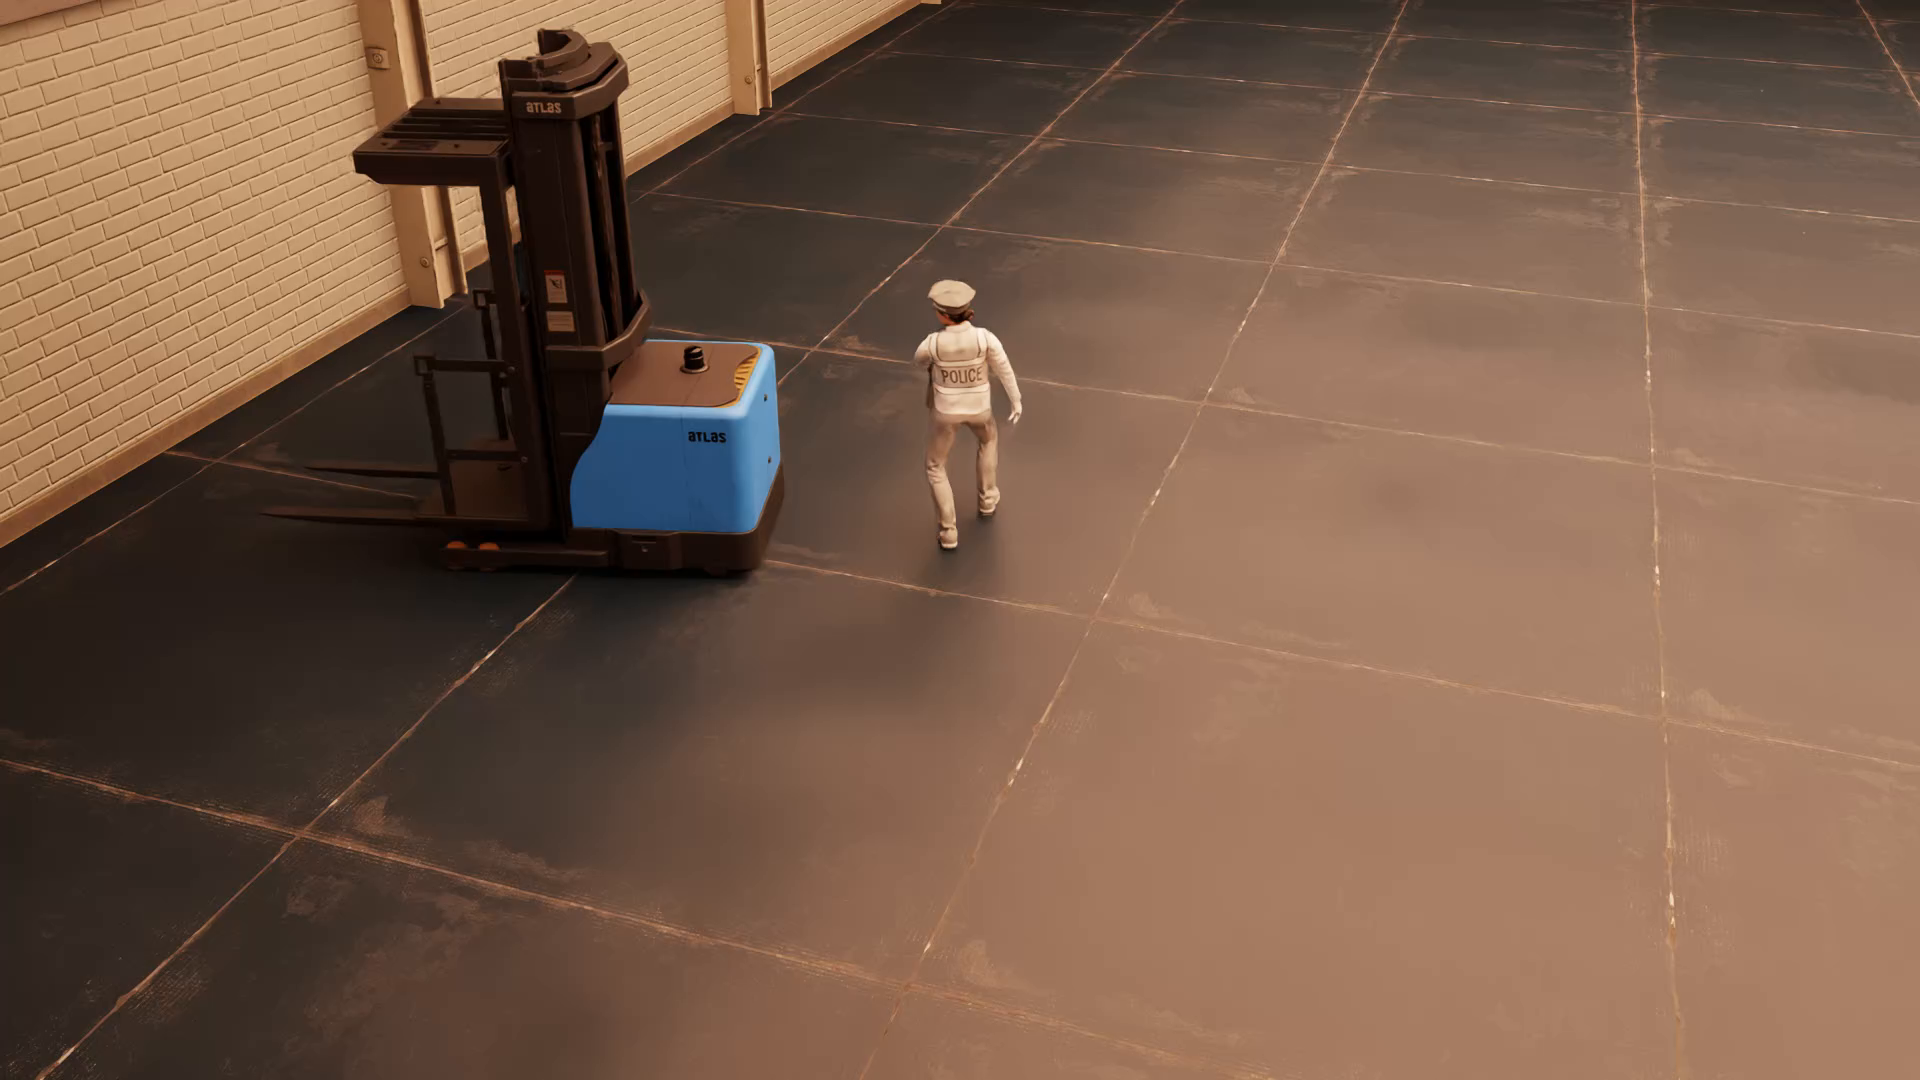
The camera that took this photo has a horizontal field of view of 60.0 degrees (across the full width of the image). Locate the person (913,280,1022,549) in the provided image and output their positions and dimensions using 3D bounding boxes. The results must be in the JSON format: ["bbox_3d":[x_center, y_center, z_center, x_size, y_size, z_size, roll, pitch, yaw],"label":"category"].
[{"bbox_3d":[0.046,-0.821,9.943,0.639,1.584,0.774,-8,31,-14],"label":"person"}]

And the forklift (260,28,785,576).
[{"bbox_3d":[-2.645,-1.348,9.501,3.031,2.935,1.130,2,30,4],"label":"forklift"}]
